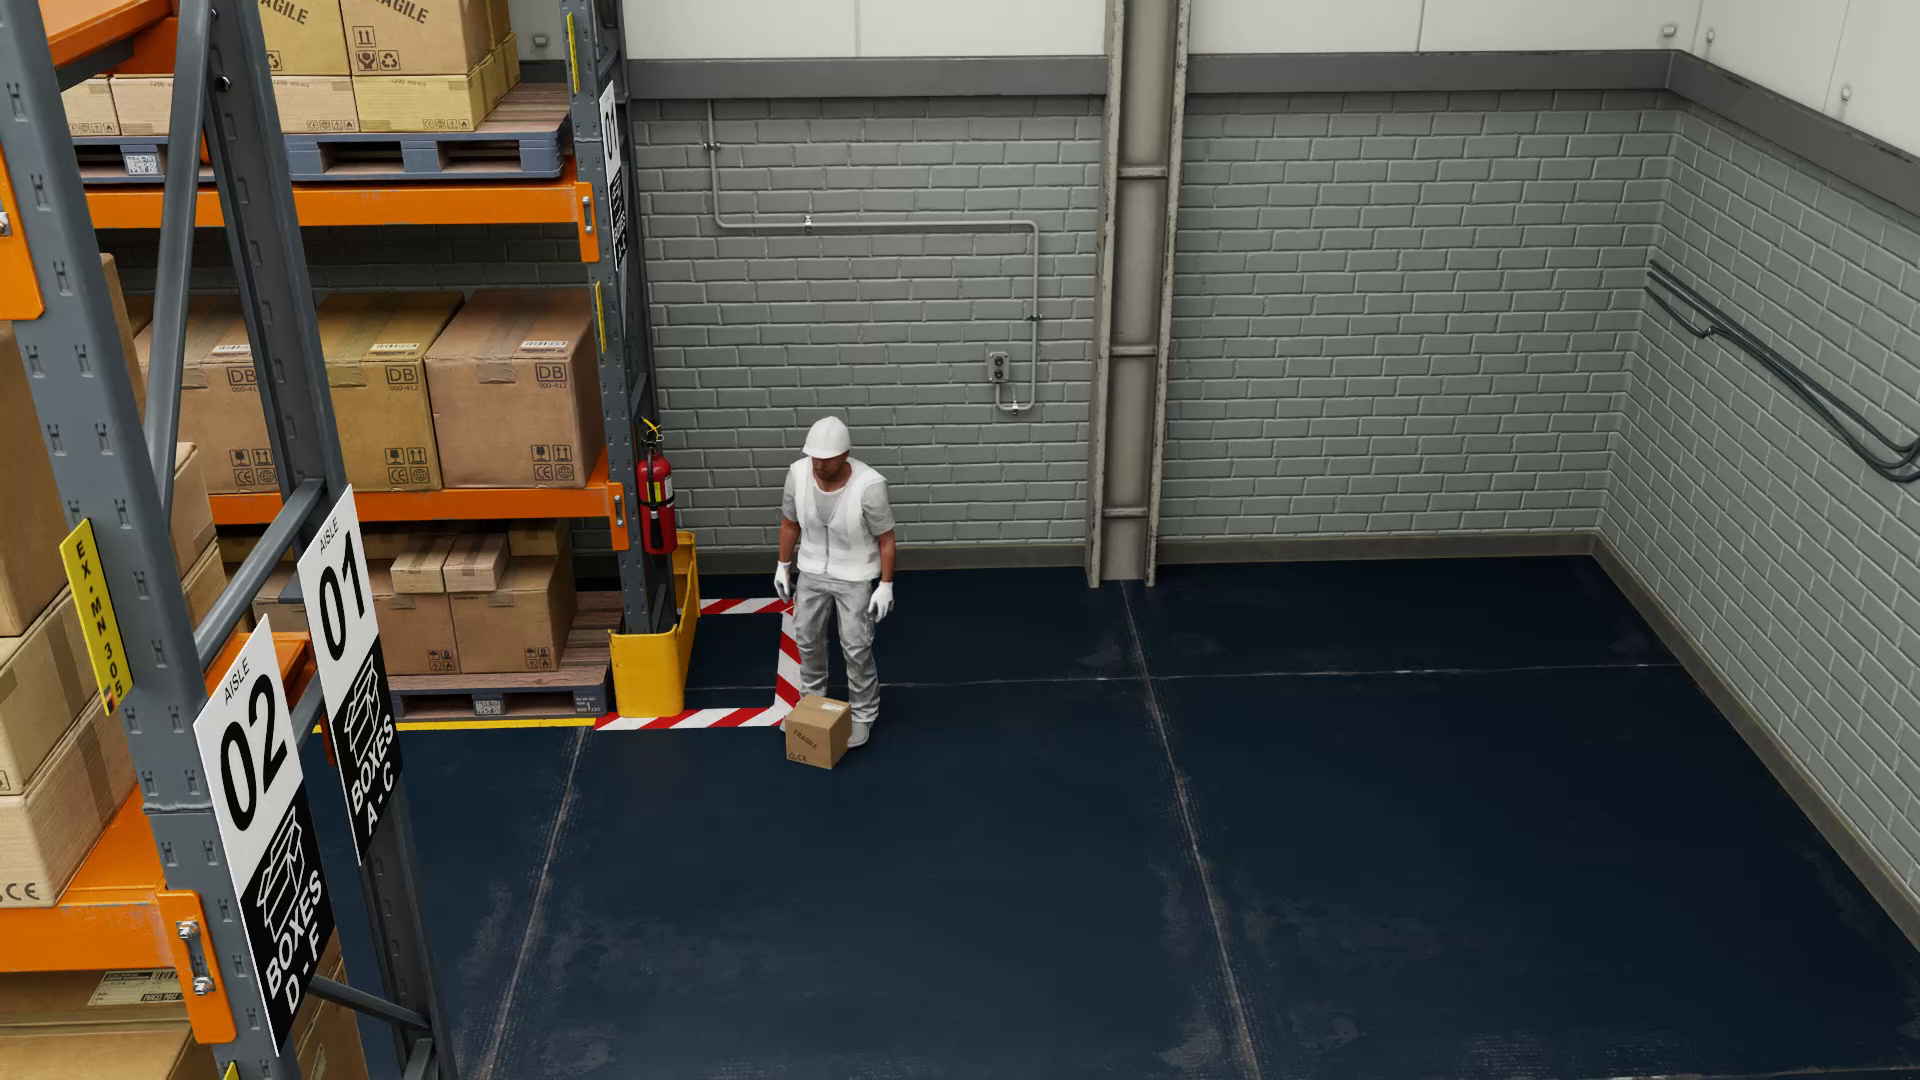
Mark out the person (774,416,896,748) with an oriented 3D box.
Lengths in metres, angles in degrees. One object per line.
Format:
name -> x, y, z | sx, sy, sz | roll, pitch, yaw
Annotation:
person -> -0.615, 0.193, 8.231 | 0.631, 1.775, 0.443 | 10, 29, 19
